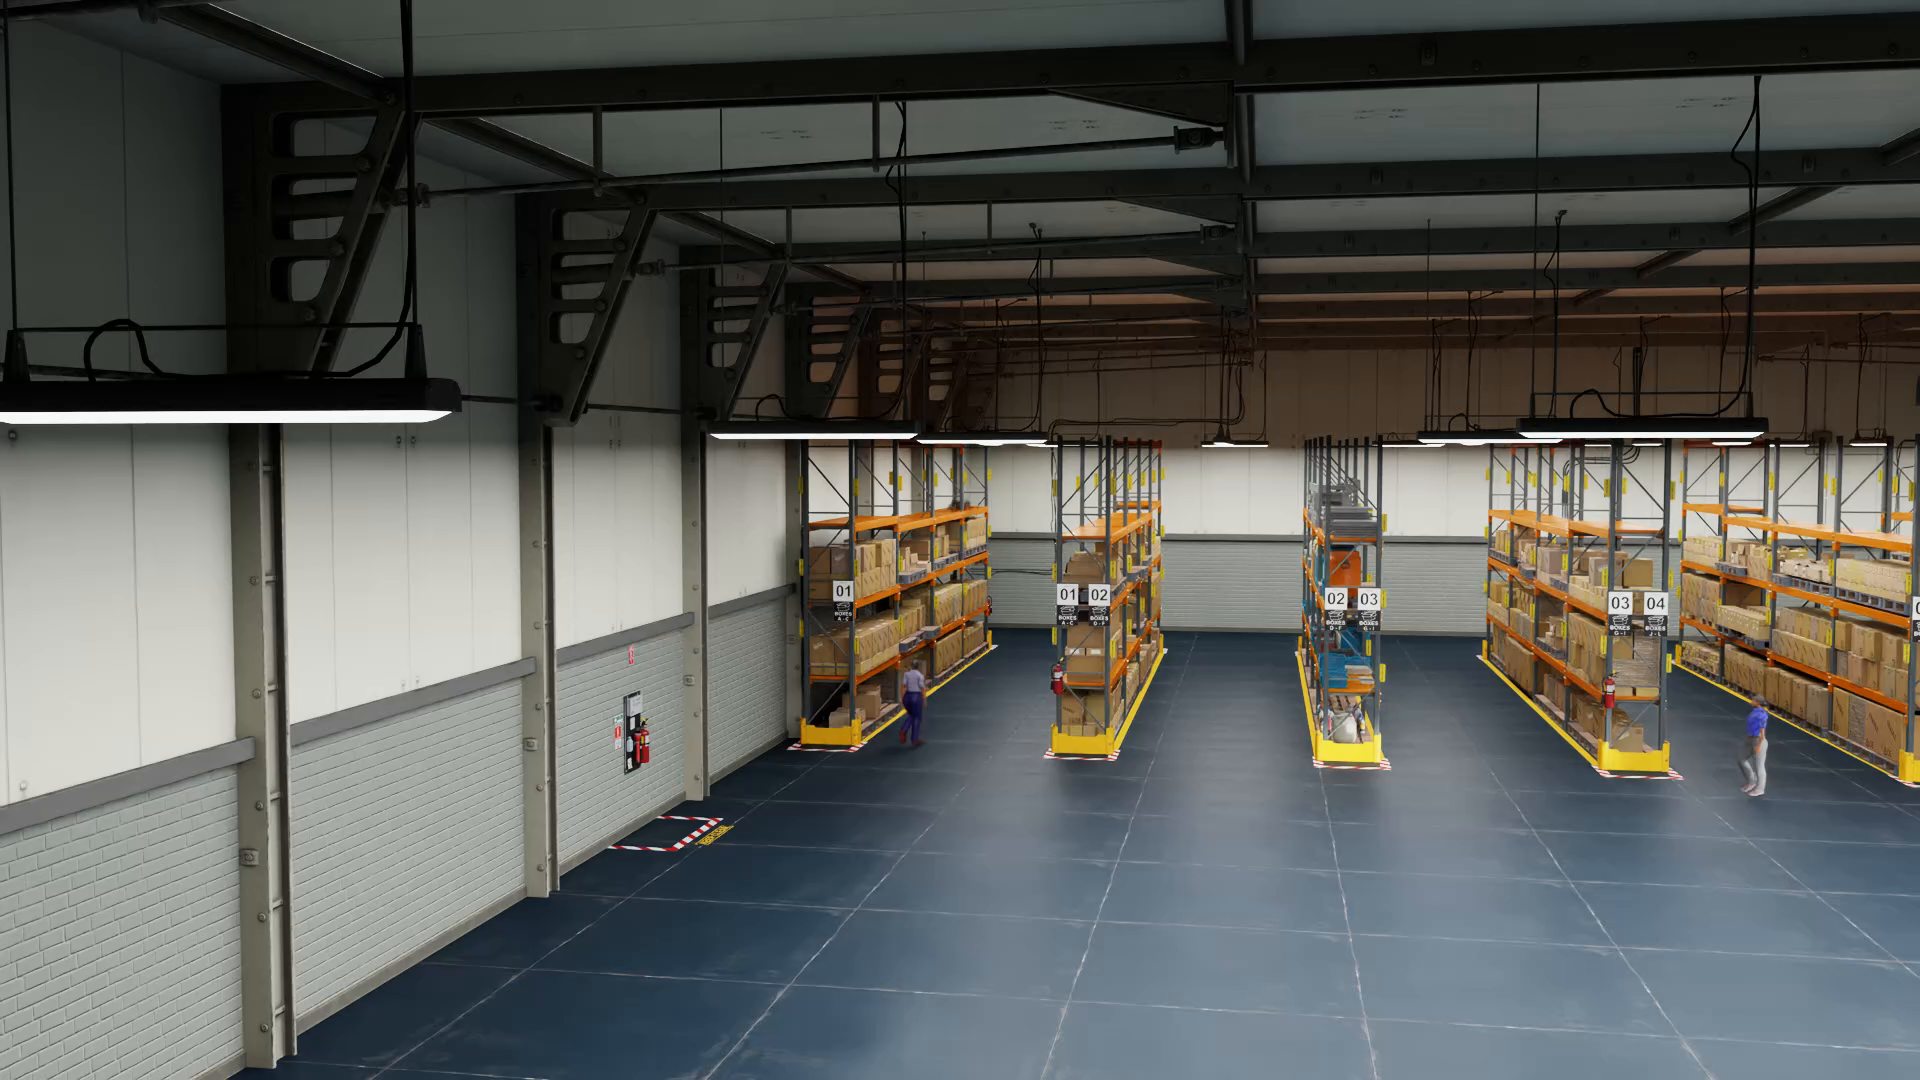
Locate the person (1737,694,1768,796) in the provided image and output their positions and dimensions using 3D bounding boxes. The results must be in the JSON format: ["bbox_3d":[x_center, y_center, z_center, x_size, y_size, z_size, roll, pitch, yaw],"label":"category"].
[{"bbox_3d":[13.219,3.405,27.703,0.383,1.686,0.538,-1,3,-12],"label":"person"}]

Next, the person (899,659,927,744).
[{"bbox_3d":[-0.895,3.150,32.365,0.491,1.638,0.469,3,4,43],"label":"person"}]
